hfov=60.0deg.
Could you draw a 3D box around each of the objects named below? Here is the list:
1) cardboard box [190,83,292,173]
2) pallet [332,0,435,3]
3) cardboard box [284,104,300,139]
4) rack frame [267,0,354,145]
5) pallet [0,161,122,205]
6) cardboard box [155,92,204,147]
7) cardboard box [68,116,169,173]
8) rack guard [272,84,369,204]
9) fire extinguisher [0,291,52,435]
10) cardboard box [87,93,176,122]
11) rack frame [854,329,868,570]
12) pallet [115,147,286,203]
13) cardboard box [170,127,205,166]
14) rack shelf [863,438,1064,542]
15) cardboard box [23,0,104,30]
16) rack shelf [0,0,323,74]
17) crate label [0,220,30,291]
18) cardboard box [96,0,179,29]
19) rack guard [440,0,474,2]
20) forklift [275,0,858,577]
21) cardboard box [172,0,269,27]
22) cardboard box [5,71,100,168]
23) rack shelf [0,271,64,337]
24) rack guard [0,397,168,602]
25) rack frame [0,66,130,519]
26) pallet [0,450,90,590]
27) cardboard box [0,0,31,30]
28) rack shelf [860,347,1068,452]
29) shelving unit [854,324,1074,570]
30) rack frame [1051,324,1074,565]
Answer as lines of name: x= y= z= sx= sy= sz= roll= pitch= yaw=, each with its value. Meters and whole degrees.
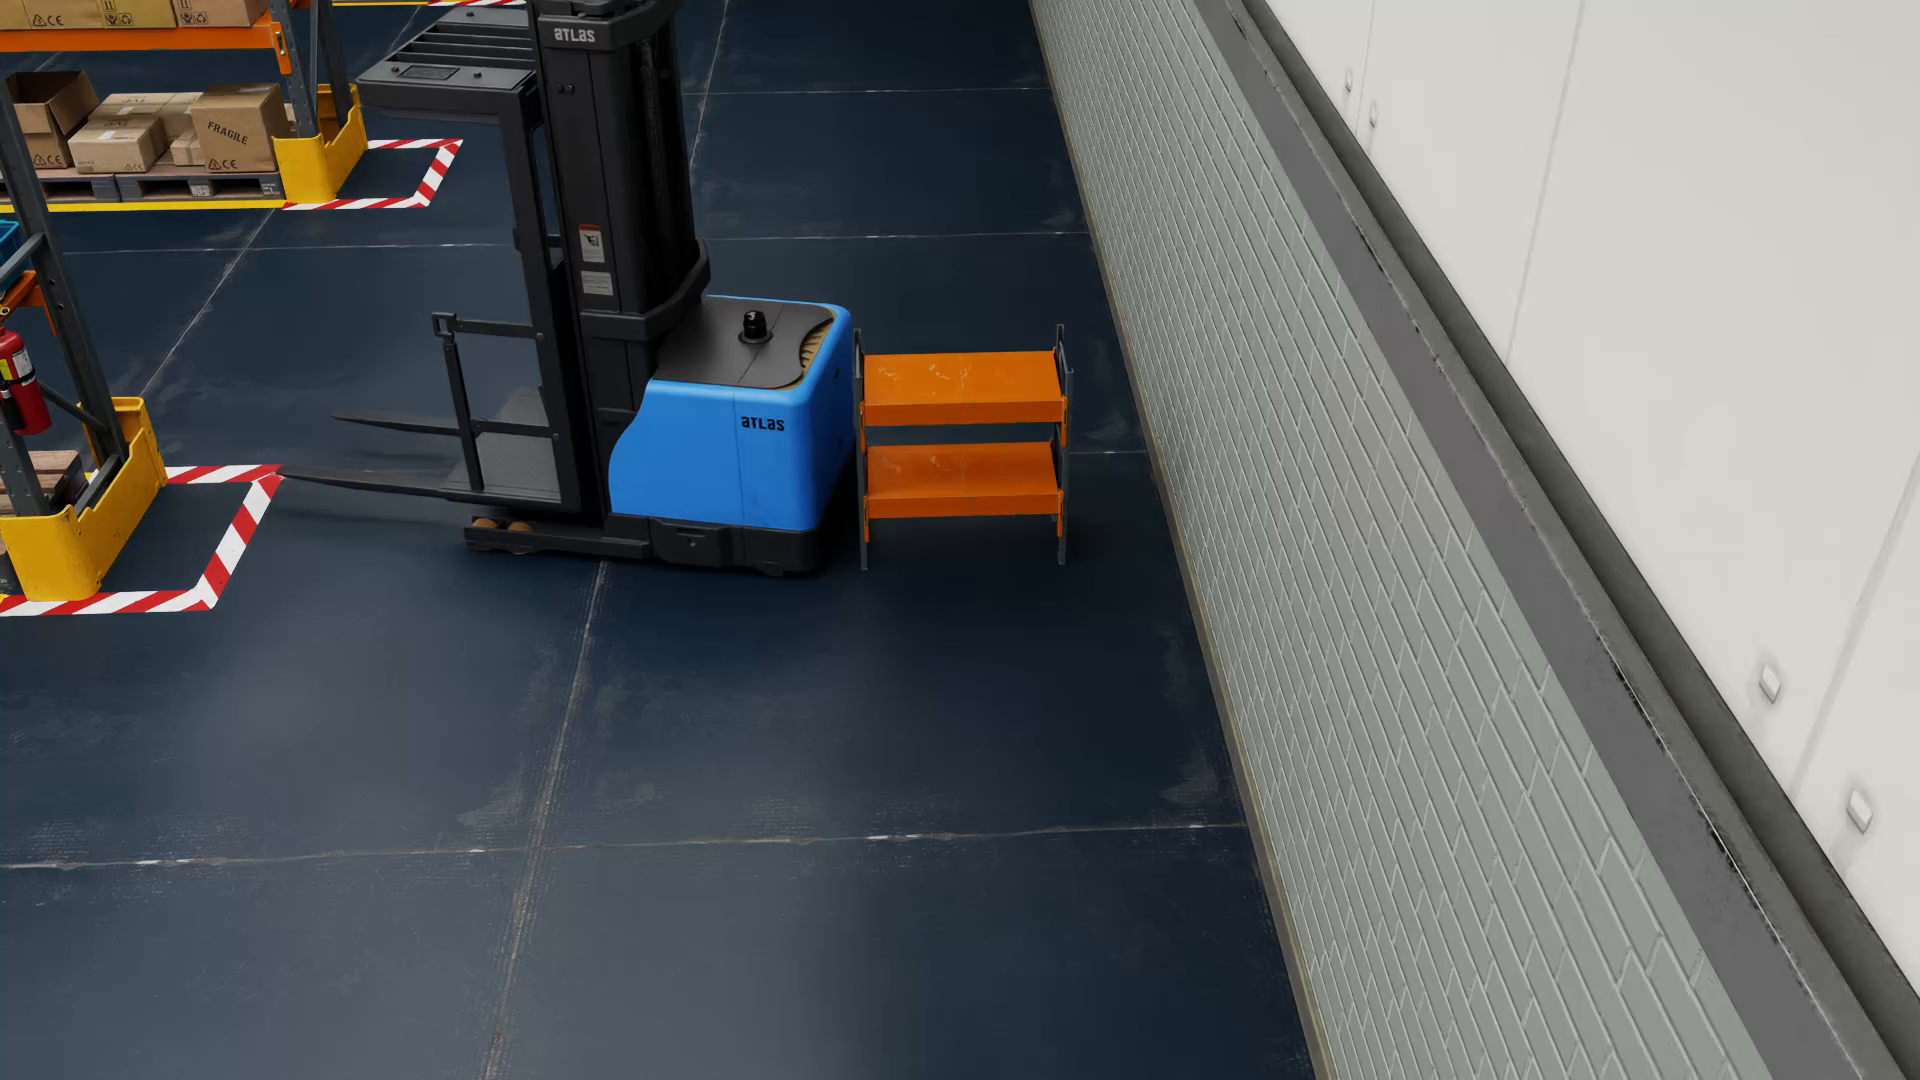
cardboard box: x=-5.325 y=-3.066 z=12.354 sx=0.500 sy=0.500 sz=0.500 roll=-2 pitch=35 yaw=-2
pallet: x=-5.827 y=-5.670 z=16.758 sx=1.213 sy=0.211 sz=1.003 roll=-2 pitch=35 yaw=-2
cardboard box: x=-5.228 y=-3.260 z=12.943 sx=0.250 sy=0.149 sz=0.380 roll=-2 pitch=35 yaw=-2
rack frame: x=-4.794 y=-4.067 z=11.991 sx=0.127 sy=3.000 sz=1.000 roll=-2 pitch=35 yaw=-2
pallet: x=-6.882 y=-2.865 z=12.705 sx=1.213 sy=0.211 sz=1.003 roll=-2 pitch=35 yaw=-2
cardboard box: x=-5.850 y=-3.251 z=12.841 sx=0.500 sy=0.250 sz=0.500 roll=-2 pitch=35 yaw=-2
cardboard box: x=-6.276 y=-2.954 z=12.413 sx=0.500 sy=0.250 sz=0.500 roll=-2 pitch=35 yaw=-2
rack guard: x=-4.870 y=-3.037 z=12.700 sx=0.348 sy=0.500 sz=1.175 roll=-2 pitch=35 yaw=-2
fire extinguisher: x=-4.391 y=-0.812 z=7.683 sx=0.183 sy=0.674 sz=0.296 roll=-2 pitch=35 yaw=-2
cardboard box: x=-6.349 y=-3.237 z=12.821 sx=0.500 sy=0.250 sz=0.500 roll=-2 pitch=35 yaw=-2
rack frame: x=-0.501 y=-0.449 z=8.410 sx=0.032 sy=1.125 sz=0.500 roll=-2 pitch=35 yaw=-2
pallet: x=-5.666 y=-2.896 z=12.750 sx=1.213 sy=0.211 sz=1.003 roll=-2 pitch=35 yaw=-2
cardboard box: x=-5.734 y=-2.969 z=12.507 sx=0.250 sy=0.166 sz=0.380 roll=-2 pitch=35 yaw=-2
rack shelf: x=0.007 y=-0.262 z=8.569 sx=1.000 sy=0.278 sz=0.538 roll=-2 pitch=35 yaw=-2
cardboard box: x=-6.245 y=-3.915 z=11.684 sx=0.500 sy=0.500 sz=0.500 roll=-1 pitch=35 yaw=-2
rack shelf: x=-6.792 y=-3.718 z=12.118 sx=4.000 sy=0.370 sz=1.077 roll=-2 pitch=35 yaw=-2
crate label: x=-4.825 y=-1.388 z=8.214 sx=0.303 sy=0.233 sz=0.416 roll=-2 pitch=35 yaw=-2
cardboard box: x=-5.746 y=-3.926 z=11.699 sx=0.500 sy=0.500 sz=0.500 roll=-1 pitch=35 yaw=-2
rack guard: x=-5.008 y=-5.856 z=16.772 sx=0.348 sy=0.500 sz=1.175 roll=-2 pitch=35 yaw=-2
forklift: x=-2.114 y=-1.419 z=8.225 sx=3.031 sy=2.935 sz=1.130 roll=6 pitch=35 yaw=8
cardboard box: x=-5.228 y=-3.942 z=11.722 sx=0.500 sy=0.500 sz=0.500 roll=-1 pitch=35 yaw=-1
cardboard box: x=-6.913 y=-3.167 z=12.498 sx=0.637 sy=0.503 sz=0.797 roll=-2 pitch=35 yaw=-2
rack shelf: x=-6.561 y=-0.902 z=8.049 sx=4.000 sy=0.370 sz=1.077 roll=-2 pitch=35 yaw=-2
rack guard: x=-4.540 y=-0.232 z=8.646 sx=0.348 sy=0.500 sz=1.175 roll=-2 pitch=35 yaw=-2
rack frame: x=-4.563 y=-1.252 z=7.923 sx=0.127 sy=3.000 sz=1.000 roll=-2 pitch=35 yaw=-2
pallet: x=-5.389 y=-0.105 z=8.716 sx=1.213 sy=0.211 sz=1.003 roll=-2 pitch=35 yaw=-2
cardboard box: x=-6.748 y=-3.902 z=11.664 sx=0.500 sy=0.500 sz=0.500 roll=-2 pitch=35 yaw=-3
rack shelf: x=0.007 y=-0.703 z=8.264 sx=1.000 sy=0.278 sz=0.538 roll=-2 pitch=35 yaw=-2
shelving unit: x=0.007 y=-0.463 z=8.430 sx=1.048 sy=1.125 sz=0.538 roll=-2 pitch=35 yaw=-2
rack frame: x=0.515 y=-0.476 z=8.450 sx=0.032 sy=1.125 sz=0.500 roll=-2 pitch=35 yaw=-2
